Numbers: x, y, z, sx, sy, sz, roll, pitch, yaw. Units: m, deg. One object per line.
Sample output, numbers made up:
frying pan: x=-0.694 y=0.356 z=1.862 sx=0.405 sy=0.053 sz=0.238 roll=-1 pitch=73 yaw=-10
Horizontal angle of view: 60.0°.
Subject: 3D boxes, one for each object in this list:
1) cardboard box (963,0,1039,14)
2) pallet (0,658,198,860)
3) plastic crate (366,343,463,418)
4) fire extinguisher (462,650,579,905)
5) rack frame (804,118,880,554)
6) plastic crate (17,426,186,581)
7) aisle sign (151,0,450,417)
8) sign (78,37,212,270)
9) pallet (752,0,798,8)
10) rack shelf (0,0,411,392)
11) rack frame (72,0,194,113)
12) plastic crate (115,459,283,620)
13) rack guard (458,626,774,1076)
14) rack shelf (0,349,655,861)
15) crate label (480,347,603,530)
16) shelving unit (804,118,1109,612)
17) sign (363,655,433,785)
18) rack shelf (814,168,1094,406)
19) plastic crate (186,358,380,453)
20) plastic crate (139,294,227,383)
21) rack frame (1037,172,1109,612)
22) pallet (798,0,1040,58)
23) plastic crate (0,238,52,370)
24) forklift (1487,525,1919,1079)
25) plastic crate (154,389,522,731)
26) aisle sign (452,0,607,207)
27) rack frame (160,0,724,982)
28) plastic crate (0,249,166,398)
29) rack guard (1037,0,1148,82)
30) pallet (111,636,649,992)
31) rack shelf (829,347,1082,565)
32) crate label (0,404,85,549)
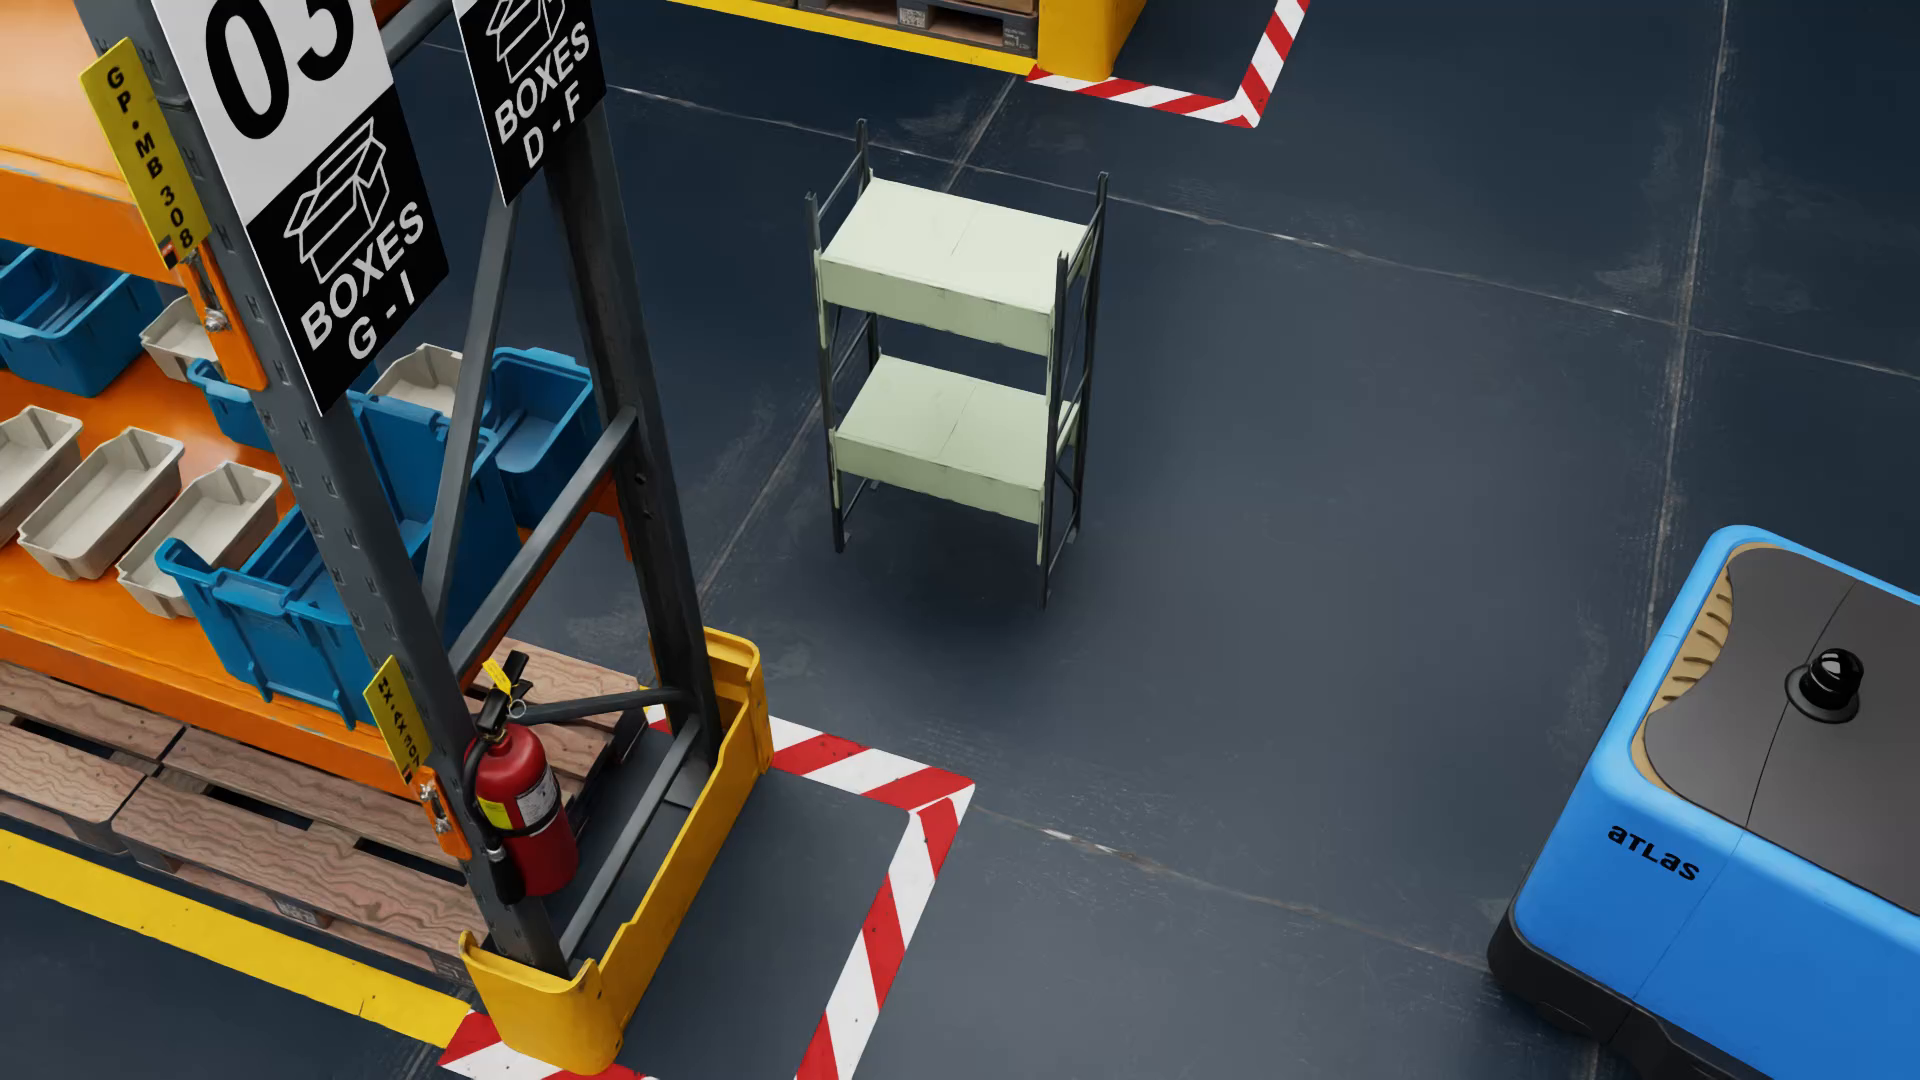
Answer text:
cardboard box: x=0.174 y=-2.779 z=7.537 sx=0.500 sy=0.500 sz=0.500 roll=16 pitch=51 yaw=13
pallet: x=-2.851 y=0.373 z=5.287 sx=1.213 sy=0.211 sz=1.003 roll=16 pitch=51 yaw=13
plastic crate: x=-1.340 y=-0.350 z=4.203 sx=0.298 sy=0.136 sz=0.250 roll=16 pitch=51 yaw=13
fire extinguisher: x=-0.966 y=0.533 z=3.601 sx=0.183 sy=0.674 sz=0.296 roll=16 pitch=51 yaw=13
rack frame: x=-0.350 y=-0.589 z=5.268 sx=0.023 sy=1.500 sz=0.400 roll=16 pitch=51 yaw=13
plastic crate: x=-2.045 y=-0.081 z=3.970 sx=0.243 sy=0.136 sz=0.396 roll=16 pitch=51 yaw=13
aisle sign: x=-0.984 y=-0.601 z=2.565 sx=0.004 sy=0.787 sz=0.394 roll=16 pitch=51 yaw=13
sign: x=-1.126 y=-0.530 z=2.309 sx=0.005 sy=0.325 sz=0.100 roll=16 pitch=51 yaw=13
pallet: x=-1.190 y=-3.121 z=8.316 sx=1.213 sy=0.211 sz=1.003 roll=16 pitch=51 yaw=13
rack shelf: x=-2.827 y=-1.246 z=3.336 sx=4.000 sy=0.370 sz=1.077 roll=16 pitch=51 yaw=13
rack frame: x=-0.950 y=-1.941 z=1.477 sx=0.127 sy=3.000 sz=1.000 roll=16 pitch=51 yaw=13
plastic crate: x=-1.778 y=0.006 z=3.895 sx=0.243 sy=0.136 sz=0.396 roll=16 pitch=51 yaw=13
rack guard: x=-0.923 y=0.840 z=4.691 sx=0.348 sy=0.500 sz=1.175 roll=16 pitch=51 yaw=13
rack shelf: x=-2.827 y=-0.264 z=4.470 sx=4.000 sy=0.370 sz=1.077 roll=16 pitch=51 yaw=13
crate label: x=-1.068 y=-0.239 z=4.043 sx=0.303 sy=0.233 sz=0.416 roll=16 pitch=51 yaw=13
shelving unit: x=-0.006 y=-0.493 z=5.185 sx=0.755 sy=1.500 sz=0.431 roll=16 pitch=51 yaw=13
sign: x=-1.126 y=0.365 z=3.341 sx=0.005 sy=0.325 sz=0.100 roll=16 pitch=51 yaw=13
rack shelf: x=-0.006 y=-0.749 z=4.890 sx=0.720 sy=0.370 sz=0.431 roll=16 pitch=51 yaw=13
plastic crate: x=-1.685 y=-0.411 z=4.192 sx=0.300 sy=0.233 sz=0.416 roll=16 pitch=51 yaw=13
plastic crate: x=-1.976 y=-0.528 z=4.357 sx=0.298 sy=0.136 sz=0.250 roll=16 pitch=51 yaw=13
rack frame: x=0.337 y=-0.397 z=5.102 sx=0.023 sy=1.500 sz=0.400 roll=16 pitch=51 yaw=13
pallet: x=-0.050 y=-2.801 z=8.038 sx=1.213 sy=0.211 sz=1.003 roll=16 pitch=51 yaw=13
plastic crate: x=-2.585 y=-0.662 z=4.410 sx=0.300 sy=0.233 sz=0.416 roll=16 pitch=51 yaw=13
forklift: x=2.970 y=0.618 z=3.275 sx=3.031 sy=2.935 sz=1.130 roll=28 pitch=55 yaw=22
plastic crate: x=-1.329 y=0.038 z=3.669 sx=0.499 sy=0.435 sz=0.616 roll=16 pitch=51 yaw=13
aisle sign: x=-0.780 y=-1.019 z=2.928 sx=0.004 sy=0.787 sz=0.394 roll=16 pitch=51 yaw=13
rack frame: x=-0.950 y=0.024 z=3.744 sx=0.127 sy=3.000 sz=1.000 roll=16 pitch=51 yaw=13
plastic crate: x=-2.303 y=-0.584 z=4.342 sx=0.300 sy=0.233 sz=0.416 roll=16 pitch=51 yaw=13
rack guard: x=0.698 y=-2.687 z=7.748 sx=0.348 sy=0.500 sz=1.175 roll=16 pitch=51 yaw=13
pallet: x=-1.711 y=0.694 z=5.009 sx=1.213 sy=0.211 sz=1.003 roll=16 pitch=51 yaw=13
rack shelf: x=-0.006 y=-0.279 z=5.431 sx=0.720 sy=0.370 sz=0.431 roll=16 pitch=51 yaw=13
crate label: x=-2.315 y=-0.136 z=4.018 sx=0.243 sy=0.136 sz=0.396 roll=16 pitch=51 yaw=13
